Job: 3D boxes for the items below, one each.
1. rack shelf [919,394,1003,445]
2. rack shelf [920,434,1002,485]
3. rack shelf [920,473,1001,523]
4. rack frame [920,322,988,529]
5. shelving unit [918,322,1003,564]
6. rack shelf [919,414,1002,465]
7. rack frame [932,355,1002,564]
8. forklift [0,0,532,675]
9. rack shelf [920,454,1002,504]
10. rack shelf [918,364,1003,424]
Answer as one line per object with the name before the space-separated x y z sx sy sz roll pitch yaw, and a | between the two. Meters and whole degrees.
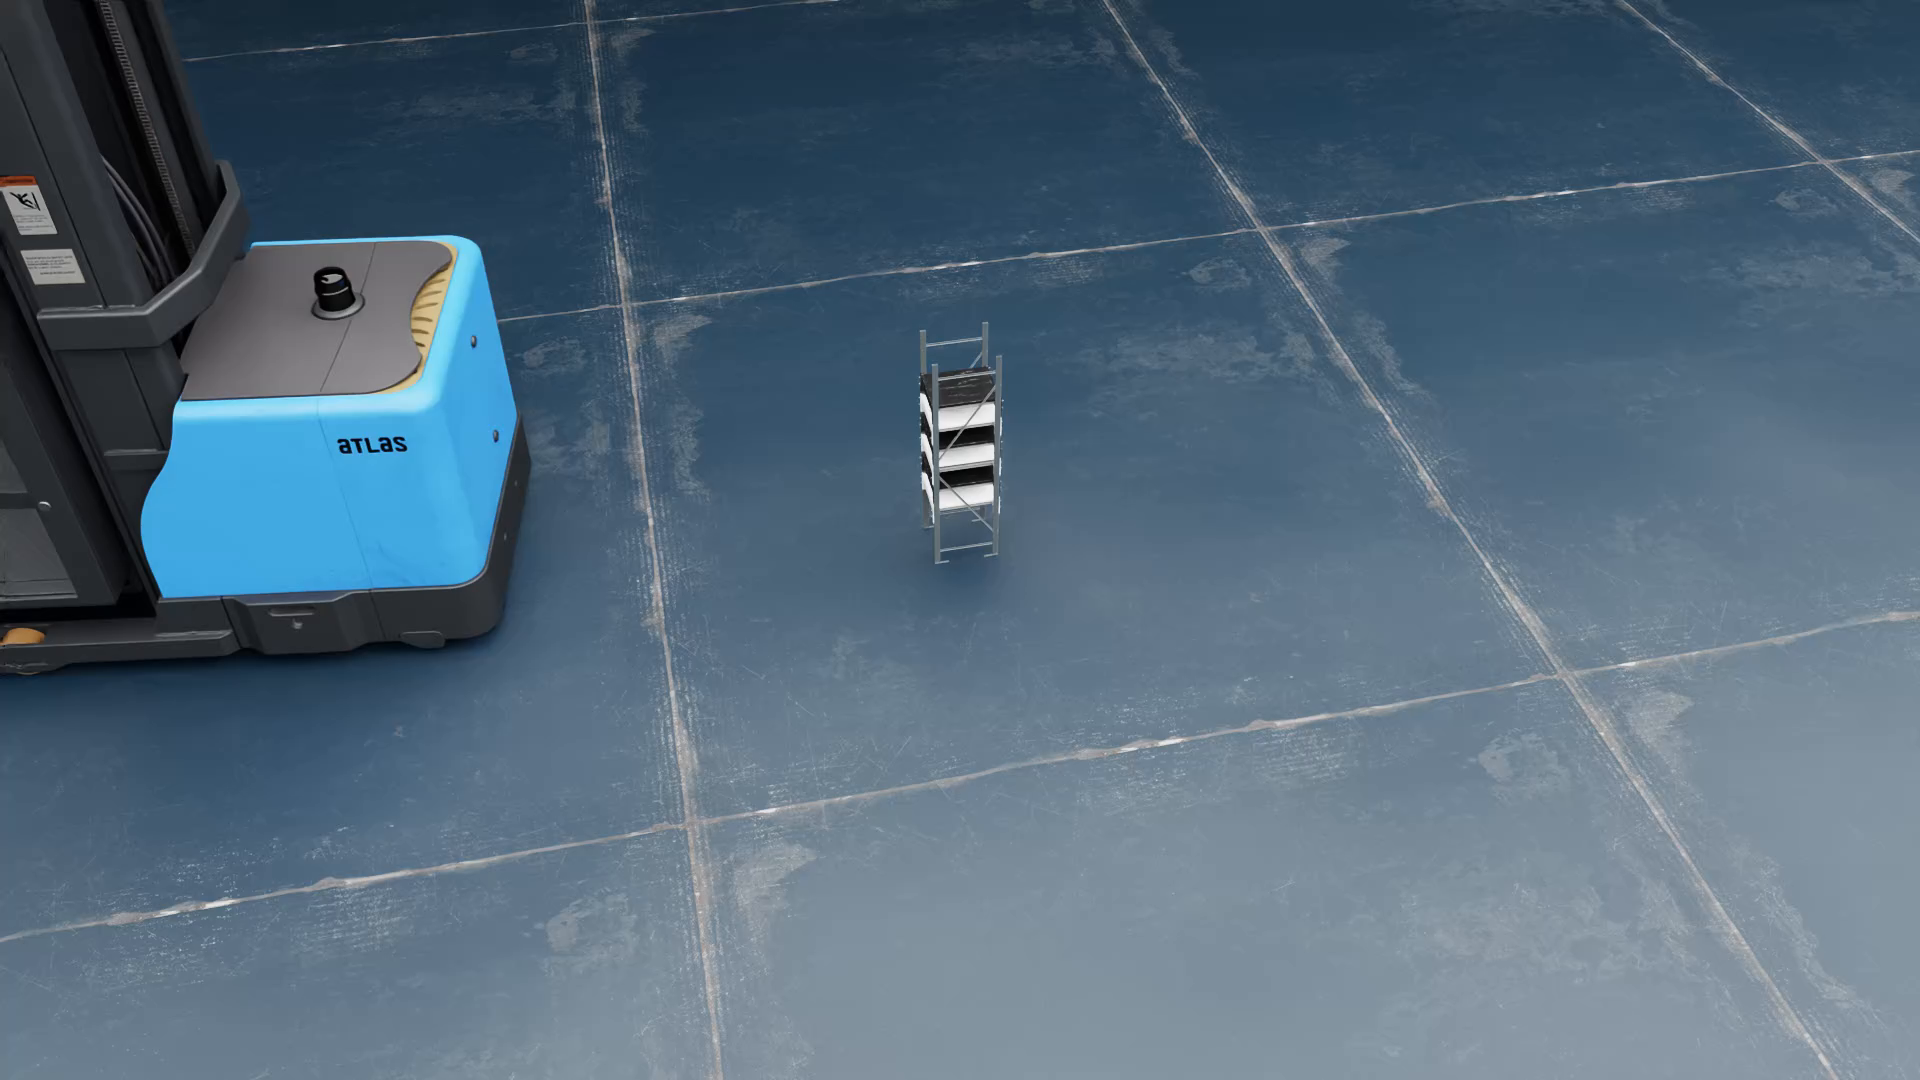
rack shelf | 0.002 -0.441 5.848 0.258 0.077 0.200 -8 42 -9
rack shelf | 0.002 -0.306 5.967 0.258 0.077 0.200 -8 42 -9
rack shelf | 0.002 -0.172 6.087 0.258 0.077 0.200 -8 42 -9
rack frame | -0.020 -0.397 6.020 0.240 0.900 0.006 -8 42 -9
shelving unit | 0.002 -0.331 5.945 0.258 0.900 0.210 -8 42 -9
rack shelf | 0.002 -0.374 5.908 0.258 0.077 0.200 -8 42 -9
rack frame | 0.024 -0.265 5.871 0.240 0.900 0.006 -8 42 -9
forklift | -3.151 -0.989 5.156 3.031 2.935 1.130 -3 42 -3
rack shelf | 0.002 -0.239 6.027 0.258 0.077 0.200 -8 42 -9
rack shelf | 0.002 -0.508 5.788 0.258 0.077 0.200 -8 42 -9
